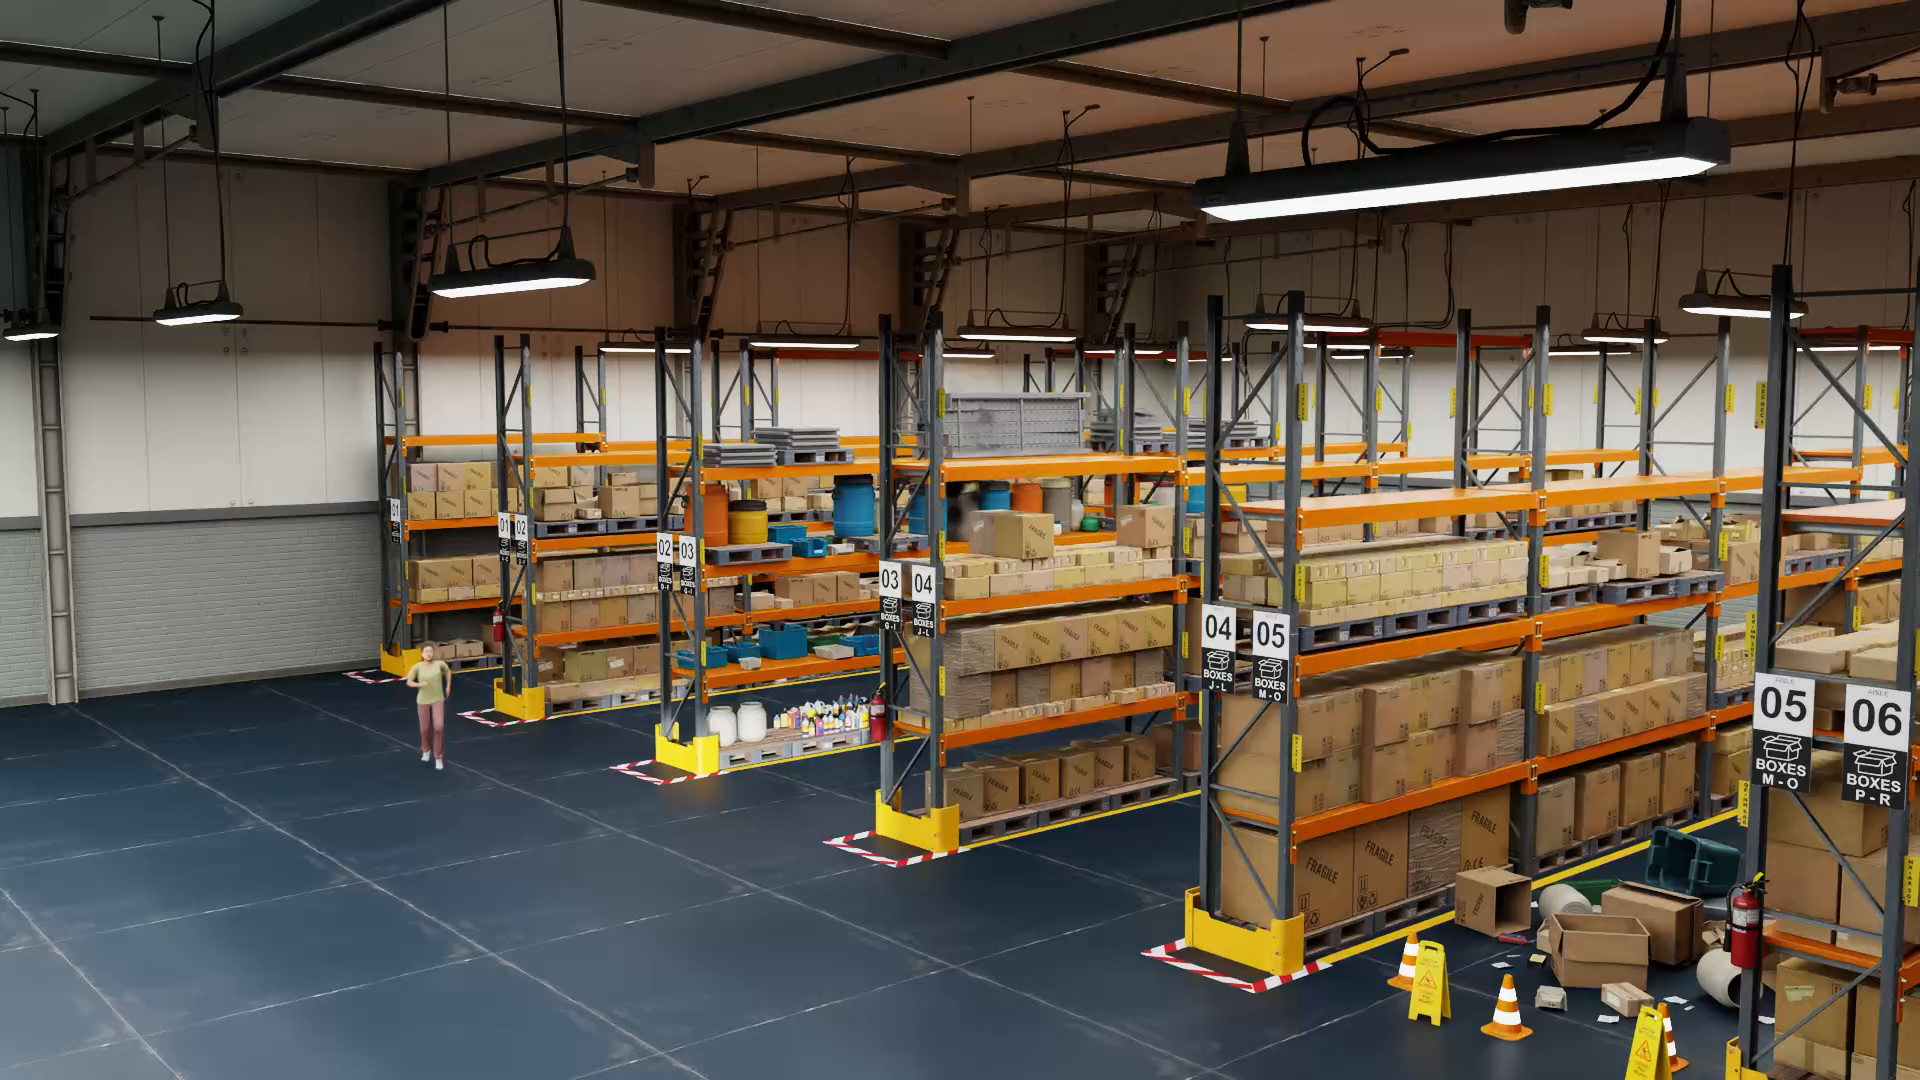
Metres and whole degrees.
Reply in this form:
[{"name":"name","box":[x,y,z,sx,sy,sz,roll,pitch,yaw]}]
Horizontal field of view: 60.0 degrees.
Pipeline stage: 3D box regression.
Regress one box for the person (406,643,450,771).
[{"name":"person","box":[-7.265,2.256,22.767,0.591,1.732,0.757,-2,6,-20]}]
